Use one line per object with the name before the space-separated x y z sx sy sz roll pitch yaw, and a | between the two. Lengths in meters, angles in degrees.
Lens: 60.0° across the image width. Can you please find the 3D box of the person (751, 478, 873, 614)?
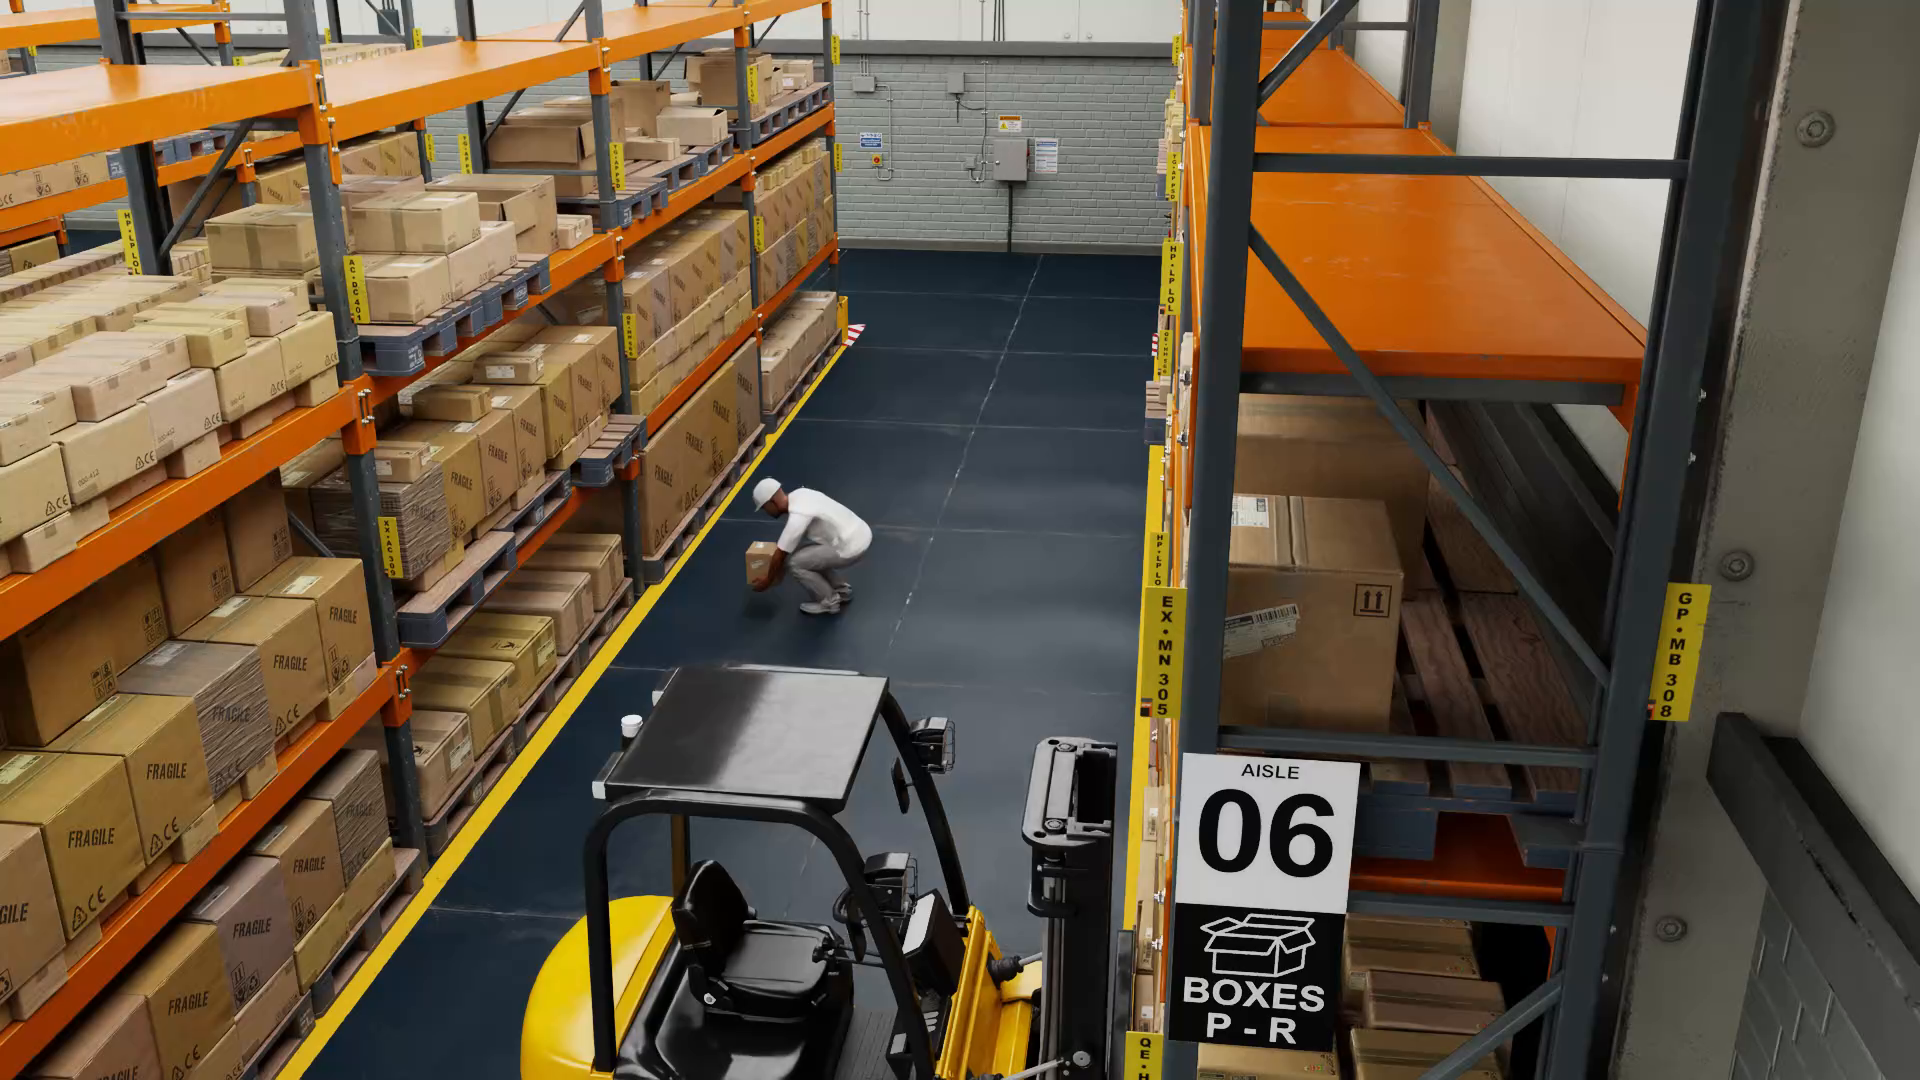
person | -1.114 0.032 12.429 0.893 1.027 0.583 2 21 6
